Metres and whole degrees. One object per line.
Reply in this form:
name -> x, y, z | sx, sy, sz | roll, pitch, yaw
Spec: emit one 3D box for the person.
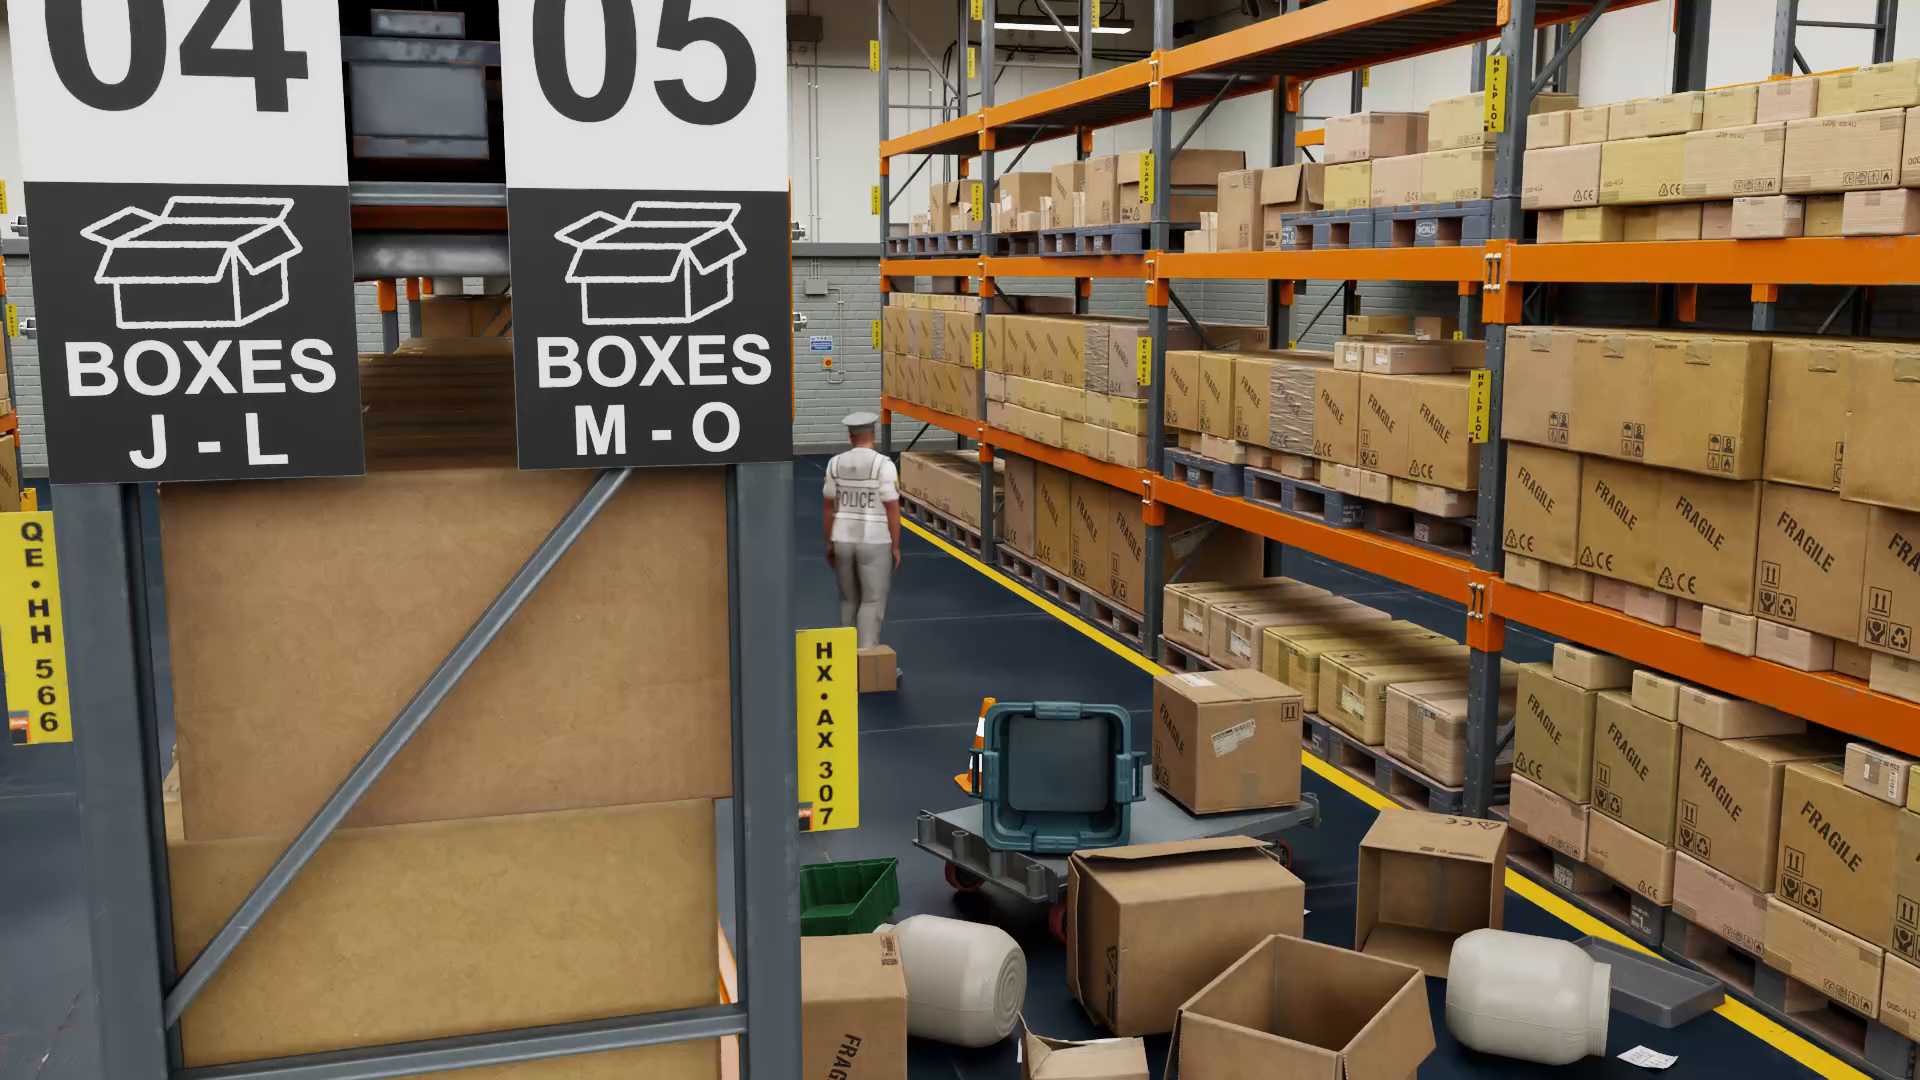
person -> -0.625, 0.037, 11.047 | 0.575, 1.753, 0.546 | 5, 10, 28
